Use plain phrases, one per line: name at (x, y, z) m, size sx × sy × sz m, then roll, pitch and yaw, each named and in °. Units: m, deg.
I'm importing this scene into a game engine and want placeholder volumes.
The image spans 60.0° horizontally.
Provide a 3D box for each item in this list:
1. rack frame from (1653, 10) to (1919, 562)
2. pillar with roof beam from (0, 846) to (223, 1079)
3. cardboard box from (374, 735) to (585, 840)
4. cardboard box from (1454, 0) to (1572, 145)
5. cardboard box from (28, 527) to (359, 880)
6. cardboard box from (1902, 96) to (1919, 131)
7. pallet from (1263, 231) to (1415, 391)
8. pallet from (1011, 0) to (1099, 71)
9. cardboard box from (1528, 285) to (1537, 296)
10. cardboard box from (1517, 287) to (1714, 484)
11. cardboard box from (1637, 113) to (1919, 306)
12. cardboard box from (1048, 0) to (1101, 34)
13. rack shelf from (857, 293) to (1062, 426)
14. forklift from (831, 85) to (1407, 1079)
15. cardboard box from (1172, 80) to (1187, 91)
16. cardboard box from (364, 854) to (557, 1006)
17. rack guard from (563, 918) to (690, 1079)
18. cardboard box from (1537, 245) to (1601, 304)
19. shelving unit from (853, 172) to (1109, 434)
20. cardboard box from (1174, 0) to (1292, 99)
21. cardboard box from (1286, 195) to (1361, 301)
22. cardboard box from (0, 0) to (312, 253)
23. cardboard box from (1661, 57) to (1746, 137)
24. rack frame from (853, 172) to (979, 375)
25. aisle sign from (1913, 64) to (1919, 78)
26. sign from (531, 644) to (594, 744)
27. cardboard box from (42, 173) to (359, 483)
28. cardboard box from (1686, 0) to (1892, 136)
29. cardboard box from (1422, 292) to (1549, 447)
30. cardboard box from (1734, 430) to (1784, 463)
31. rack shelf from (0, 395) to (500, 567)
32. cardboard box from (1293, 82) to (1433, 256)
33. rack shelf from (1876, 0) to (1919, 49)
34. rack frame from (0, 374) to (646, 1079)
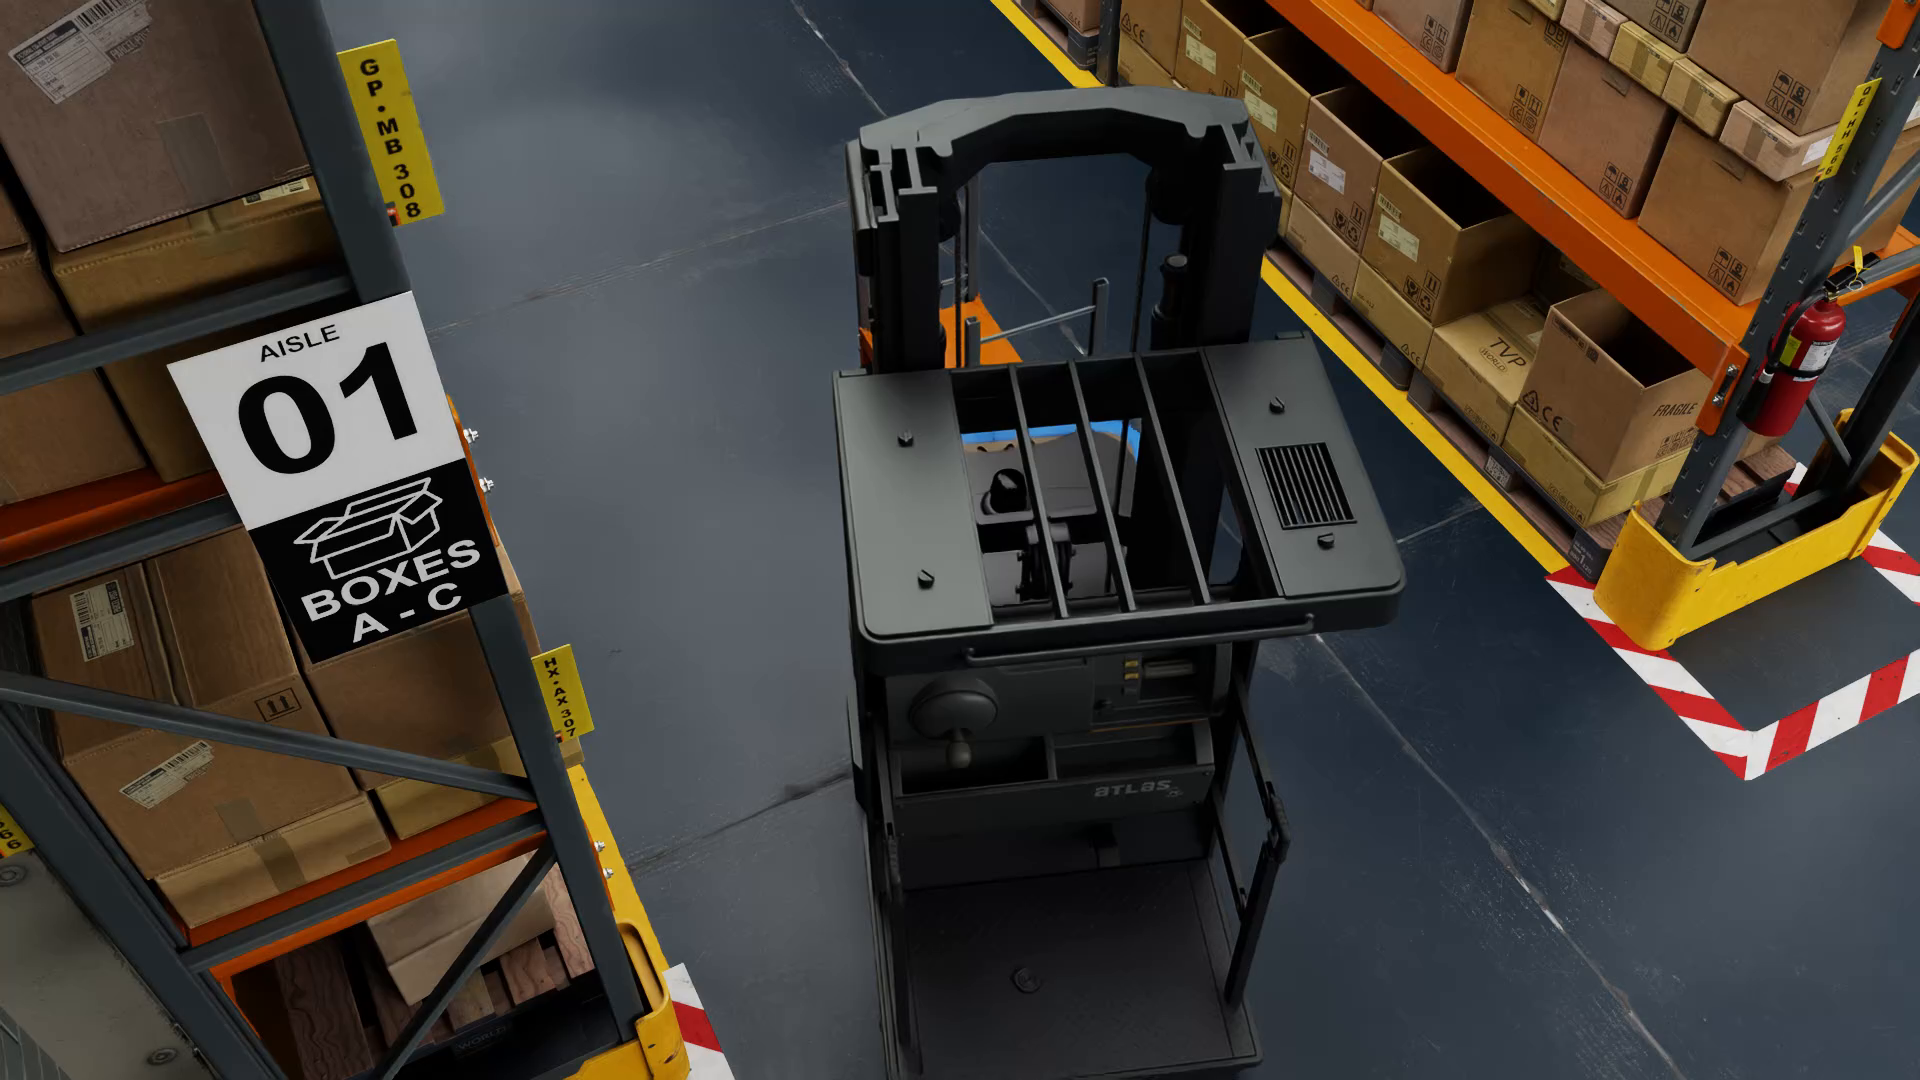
rack frame at (3.018, -0.883, 5.422) m, size 1.000 × 3.000 × 0.127 m, roll -21°, pitch 52°, yaw -18°
pillar with roof beam at (1.354, -2.803, 3.116) m, size 9.100 × 9.000 × 0.400 m, roll -21°, pitch 52°, yaw -18°
cardboard box at (-1.326, 0.432, 4.358) m, size 0.500 × 0.250 × 0.500 m, roll -23°, pitch 53°, yaw -19°
cardboard box at (2.349, -1.917, 6.260) m, size 0.700 × 0.500 × 0.500 m, roll -21°, pitch 52°, yaw -17°
cardboard box at (-1.790, 0.379, 3.907) m, size 0.500 × 0.500 × 0.500 m, roll -22°, pitch 52°, yaw -18°
cardboard box at (3.030, -1.467, 5.435) m, size 0.380 × 0.149 × 0.250 m, roll -22°, pitch 52°, yaw -18°
pallet at (2.077, -1.278, 7.620) m, size 1.003 × 0.211 × 1.213 m, roll -21°, pitch 52°, yaw -18°
pallet at (0.816, -3.122, 9.233) m, size 1.003 × 0.211 × 1.213 m, roll -21°, pitch 52°, yaw -18°
cardboard box at (2.510, -1.220, 7.265) m, size 0.500 × 0.250 × 0.500 m, roll -21°, pitch 52°, yaw -18°
cardboard box at (2.508, -0.620, 6.241) m, size 0.500 × 0.500 × 0.500 m, roll -21°, pitch 52°, yaw -18°
cardboard box at (2.816, -1.233, 5.662) m, size 0.700 × 0.500 × 0.500 m, roll -21°, pitch 52°, yaw -18°
cardboard box at (0.740, -2.971, 8.796) m, size 0.500 × 0.250 × 0.500 m, roll -22°, pitch 52°, yaw -18°
rack shelf at (0.043, -0.504, 6.326) m, size 0.538 × 0.185 × 1.000 m, roll -18°, pitch 51°, yaw -15°
forklift at (0.291, 0.482, 4.274) m, size 1.130 × 2.935 × 3.031 m, roll -5°, pitch 49°, yaw -5°
cardboard box at (1.355, -2.042, 7.984) m, size 0.500 × 0.250 × 0.500 m, roll -21°, pitch 52°, yaw -18°
cardboard box at (-1.621, 1.072, 5.207) m, size 0.500 × 0.311 × 0.500 m, roll -27°, pitch 54°, yaw -21°
rack guard at (-1.420, 1.597, 4.913) m, size 1.175 × 0.500 × 0.348 m, roll -21°, pitch 52°, yaw -18°
cardboard box at (2.740, -1.133, 6.690) m, size 0.500 × 0.500 × 0.500 m, roll -21°, pitch 52°, yaw -18°
shelving unit at (0.039, -0.628, 6.196) m, size 0.587 × 1.500 × 1.083 m, roll -18°, pitch 51°, yaw -15°
cardboard box at (1.357, -2.290, 7.703) m, size 0.500 × 0.500 × 0.500 m, roll -21°, pitch 52°, yaw -18°
cardboard box at (1.813, -1.373, 7.399) m, size 0.500 × 0.250 × 0.500 m, roll -21°, pitch 52°, yaw -18°
cardboard box at (-1.345, -0.872, 2.676) m, size 0.500 × 0.500 × 0.500 m, roll -25°, pitch 53°, yaw -20°
cardboard box at (2.553, -1.495, 5.460) m, size 0.380 × 0.149 × 0.250 m, roll -20°, pitch 52°, yaw -17°
rack frame at (-0.163, -0.972, 6.496) m, size 0.500 × 1.500 × 0.032 m, roll -18°, pitch 51°, yaw -15°
aisle sign at (2.787, -1.594, 4.317) m, size 0.394 × 0.787 × 0.004 m, roll -21°, pitch 52°, yaw -18°
sign at (-0.902, 0.353, 3.766) m, size 0.100 × 0.325 × 0.005 m, roll -21°, pitch 52°, yaw -18°
cardboard box at (-1.316, -0.512, 3.025) m, size 0.500 × 0.500 × 0.500 m, roll -20°, pitch 52°, yaw -17°
cardboard box at (2.792, -1.696, 5.205) m, size 0.700 × 0.500 × 0.500 m, roll -21°, pitch 52°, yaw -17°
cardboard box at (2.270, -0.704, 6.813) m, size 0.500 × 0.250 × 0.500 m, roll -21°, pitch 52°, yaw -18°
cardboard box at (2.970, -0.552, 6.680) m, size 0.500 × 0.250 × 0.500 m, roll -21°, pitch 52°, yaw -18°
rack shelf at (-2.300, -1.264, 4.240) m, size 1.077 × 0.370 × 4.000 m, roll -21°, pitch 52°, yaw -18°
cardboard box at (1.810, -1.619, 7.115) m, size 0.500 × 0.500 × 0.500 m, roll -21°, pitch 52°, yaw -18°
rack shelf at (2.103, -2.973, 5.735) m, size 1.077 × 0.370 × 4.000 m, roll -21°, pitch 52°, yaw -18°
rack frame at (-1.385, 0.825, 3.928) m, size 1.000 × 3.000 × 0.127 m, roll -21°, pitch 52°, yaw -18°
